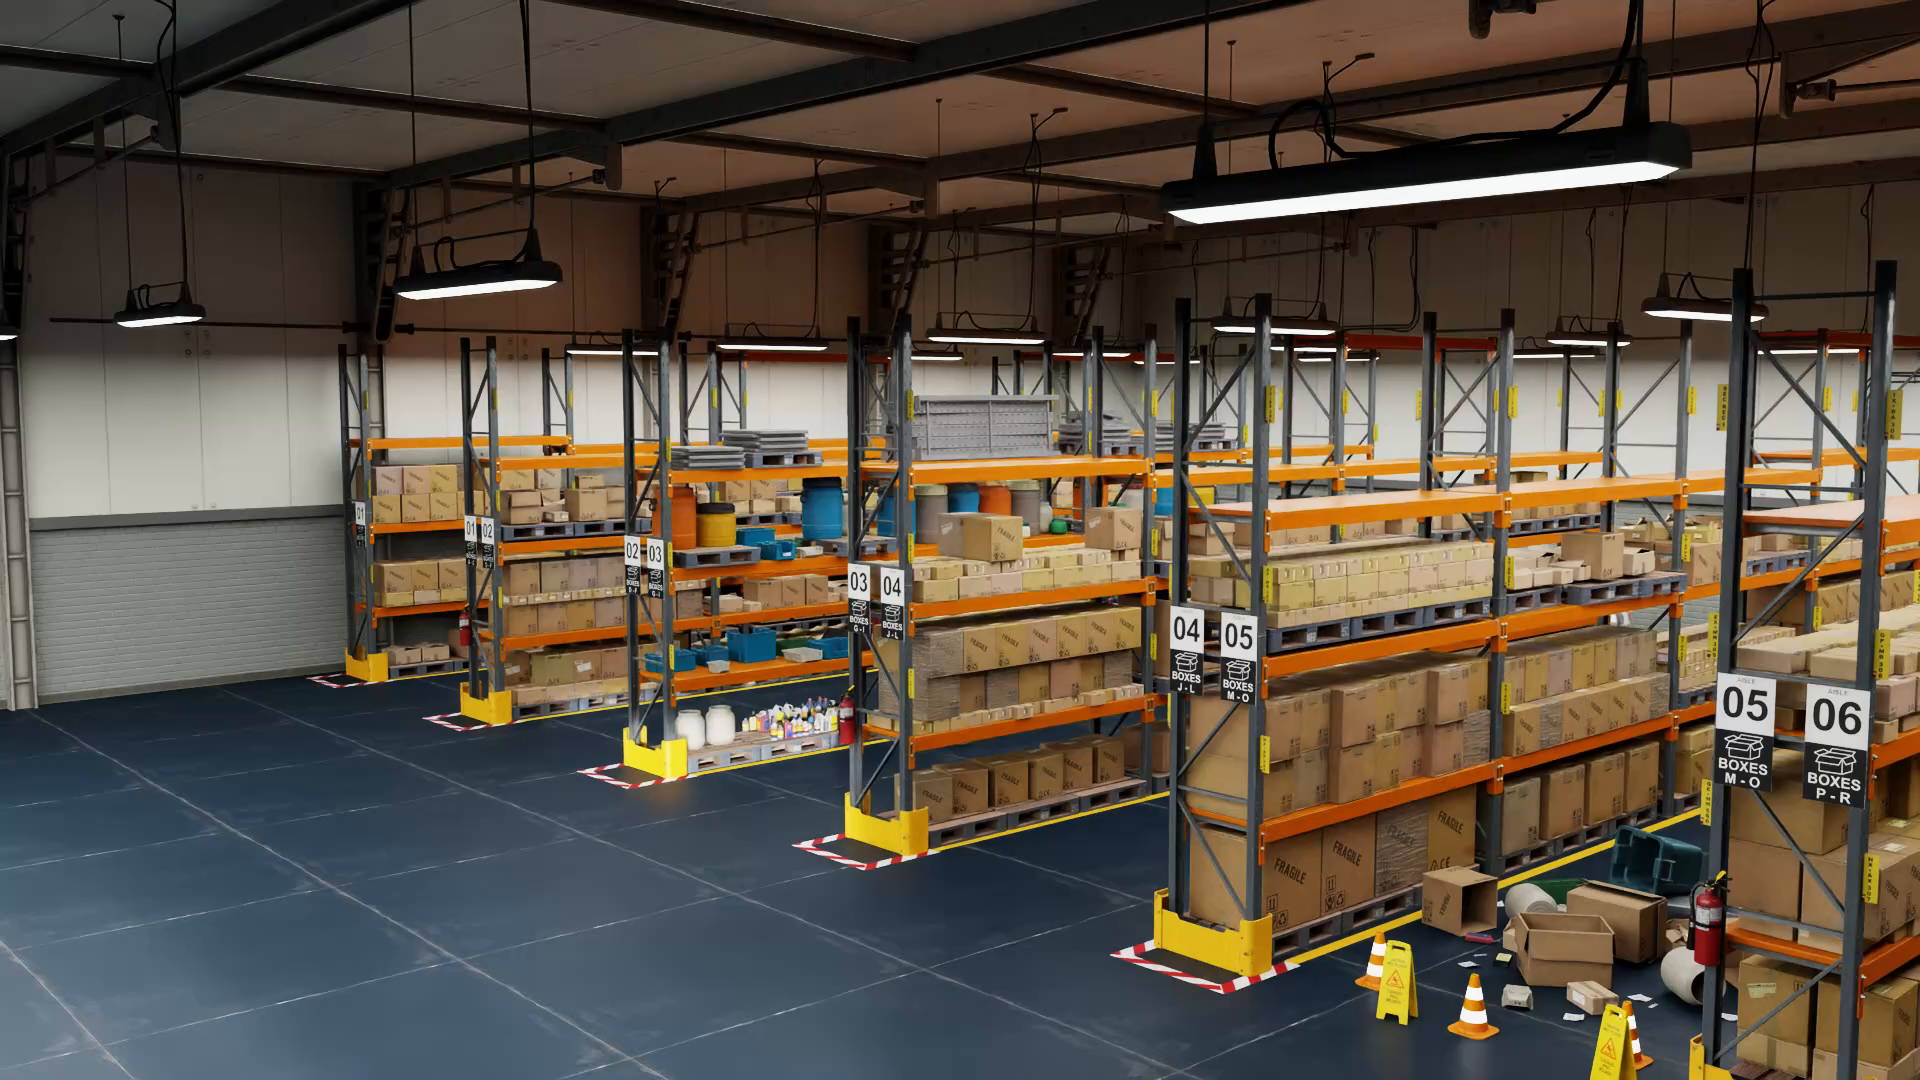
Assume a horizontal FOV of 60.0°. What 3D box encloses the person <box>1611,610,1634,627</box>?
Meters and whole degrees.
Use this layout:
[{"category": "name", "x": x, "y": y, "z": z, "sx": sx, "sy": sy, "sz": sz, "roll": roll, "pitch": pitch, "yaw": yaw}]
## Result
[{"category": "person", "x": 12.702, "y": 1.426, "z": 32.189, "sx": 0.566, "sy": 1.675, "sz": 0.792, "roll": 0, "pitch": 5, "yaw": 2}]
